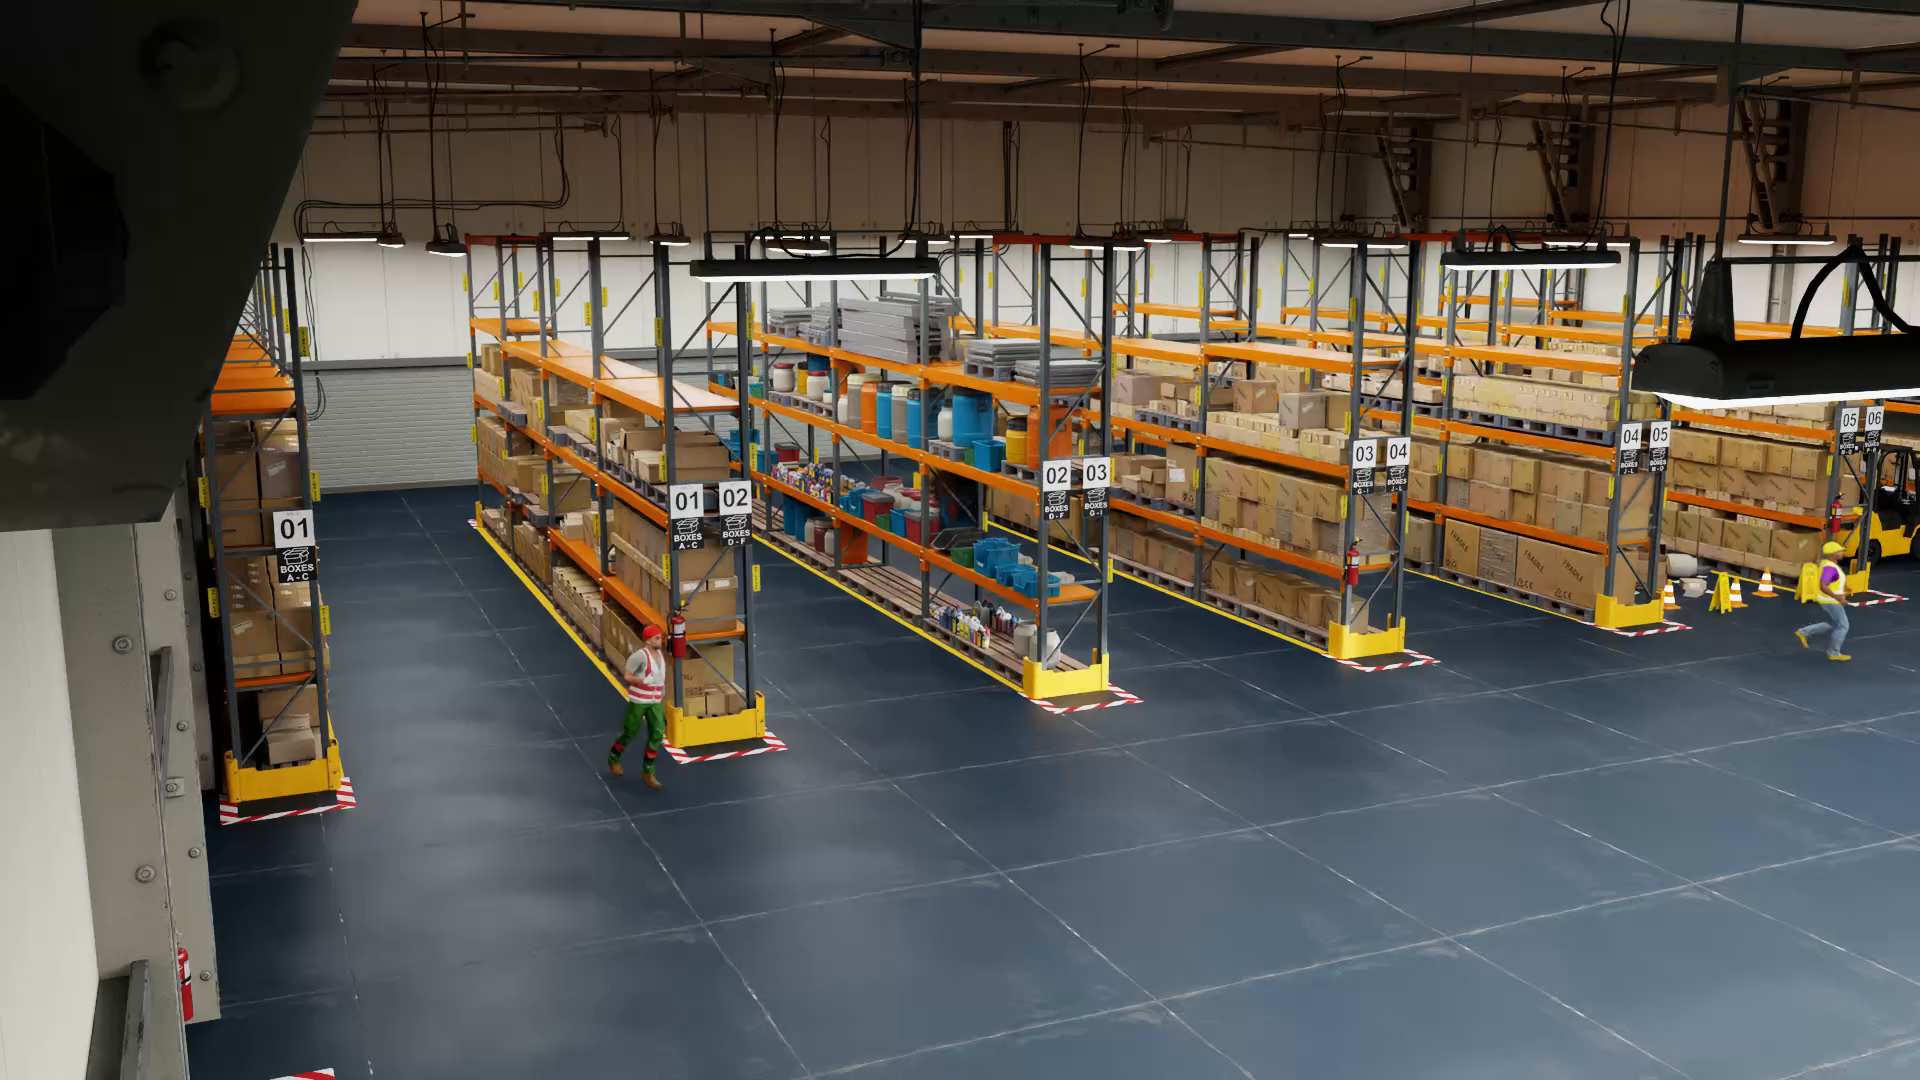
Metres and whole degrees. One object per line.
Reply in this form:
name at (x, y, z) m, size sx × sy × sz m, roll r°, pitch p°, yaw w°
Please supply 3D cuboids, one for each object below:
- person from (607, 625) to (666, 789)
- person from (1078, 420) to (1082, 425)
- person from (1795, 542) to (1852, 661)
person at (-3.567, 1.845, 18.951) m, size 0.862 × 1.784 × 0.666 m, roll 9°, pitch 14°, yaw 40°
person at (2.804, -2.035, 39.272) m, size 0.641 × 1.689 × 0.830 m, roll -8°, pitch 13°, yaw -35°
person at (12.563, 0.879, 24.070) m, size 0.753 × 1.726 × 0.707 m, roll 4°, pitch 12°, yaw 21°
